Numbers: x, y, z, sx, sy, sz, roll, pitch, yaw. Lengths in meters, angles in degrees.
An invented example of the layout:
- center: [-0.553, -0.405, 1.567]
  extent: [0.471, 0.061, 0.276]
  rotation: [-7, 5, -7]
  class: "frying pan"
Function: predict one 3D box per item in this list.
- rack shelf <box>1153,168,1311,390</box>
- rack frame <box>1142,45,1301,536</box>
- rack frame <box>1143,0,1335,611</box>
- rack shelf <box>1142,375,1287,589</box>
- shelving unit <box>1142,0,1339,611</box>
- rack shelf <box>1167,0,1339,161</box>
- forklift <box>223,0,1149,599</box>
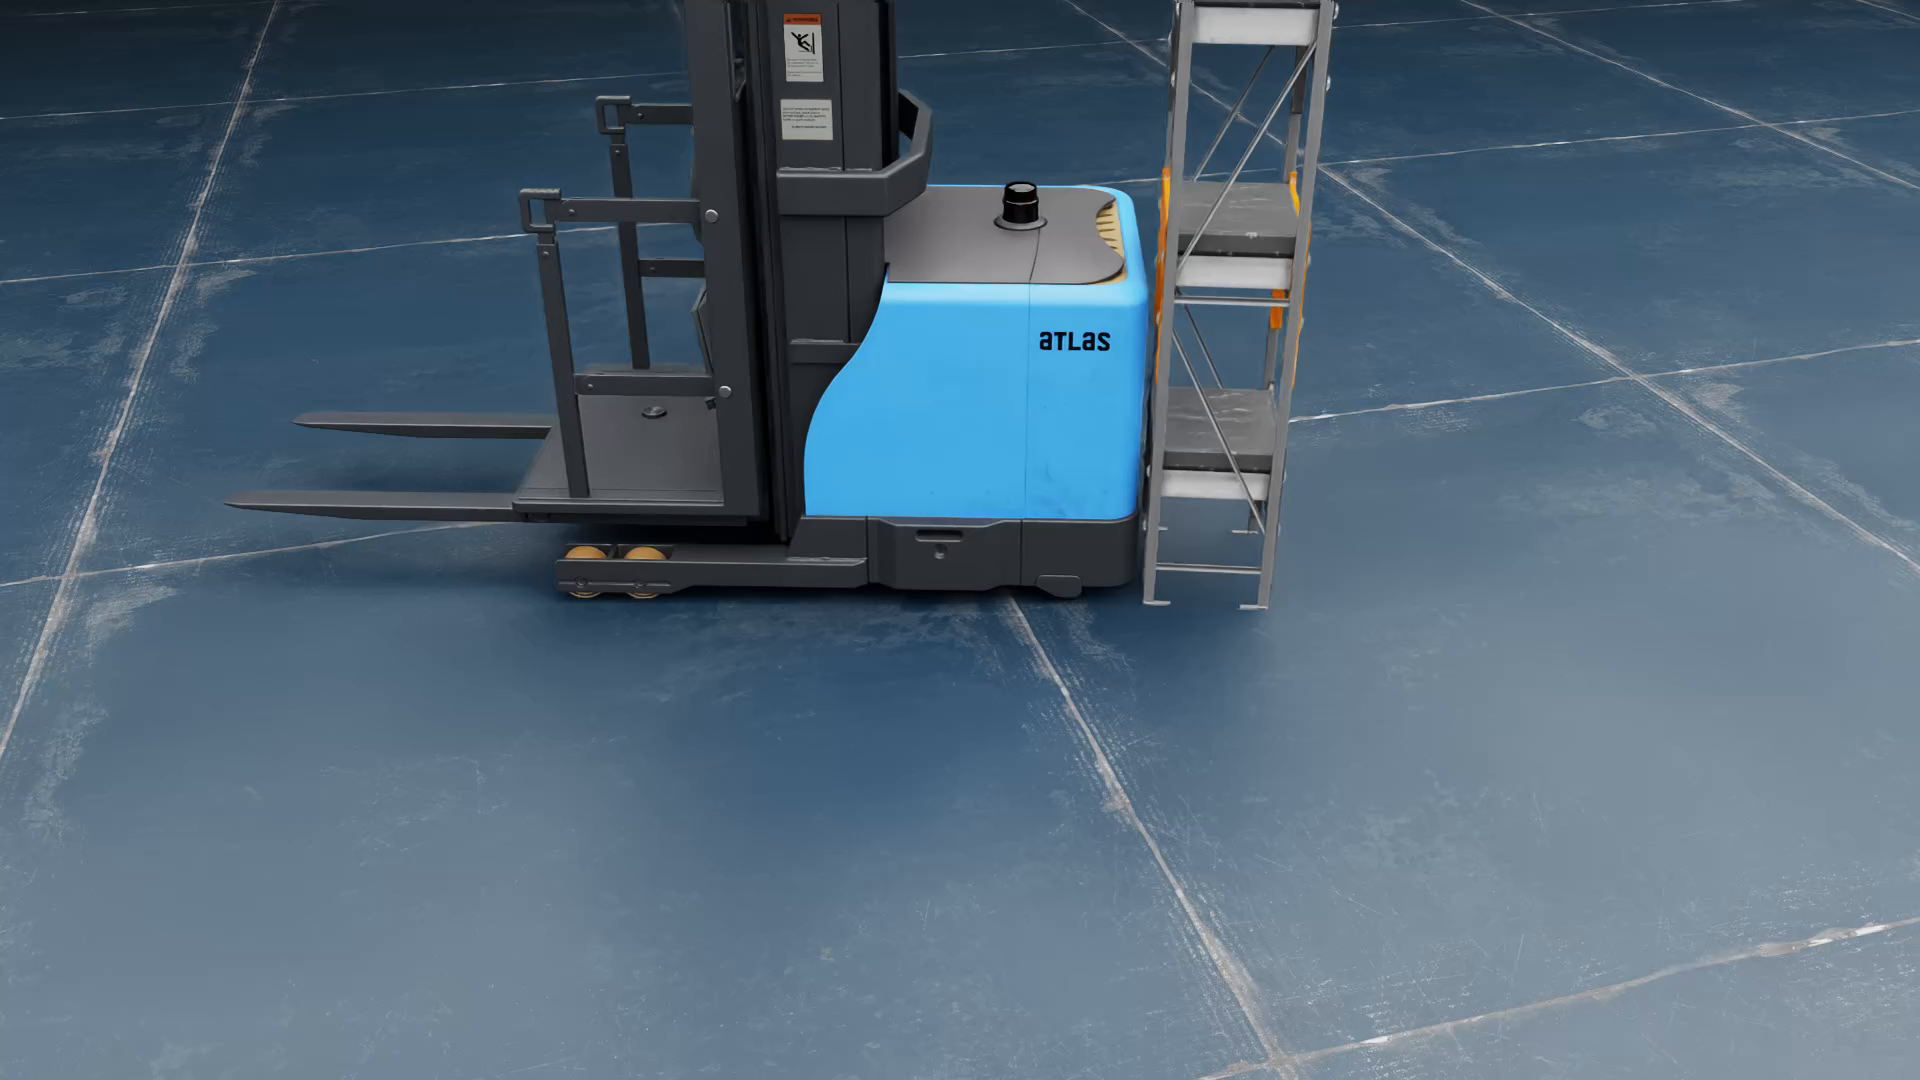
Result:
- center: [0.813, -0.801, 5.066]
  extent: [0.431, 0.518, 0.480]
  rotation: [3, 30, 4]
  class: "rack shelf"
- center: [0.835, -0.935, 5.269]
  extent: [0.400, 2.100, 0.015]
  rotation: [3, 30, 4]
  class: "rack frame"
- center: [0.792, -0.692, 4.849]
  extent: [0.400, 2.100, 0.015]
  rotation: [3, 30, 4]
  class: "rack frame"
- center: [0.813, -0.196, 5.417]
  extent: [0.431, 0.518, 0.480]
  rotation: [3, 30, 4]
  class: "rack shelf"
- center: [0.813, -0.813, 5.059]
  extent: [0.431, 2.100, 0.503]
  rotation: [3, 30, 4]
  class: "shelving unit"
- center: [0.813, -1.407, 4.715]
  extent: [0.431, 0.518, 0.480]
  rotation: [3, 30, 4]
  class: "rack shelf"
- center: [-0.924, -1.340, 5.140]
  extent: [3.031, 2.935, 1.130]
  rotation: [1, 30, 2]
  class: "forklift"
